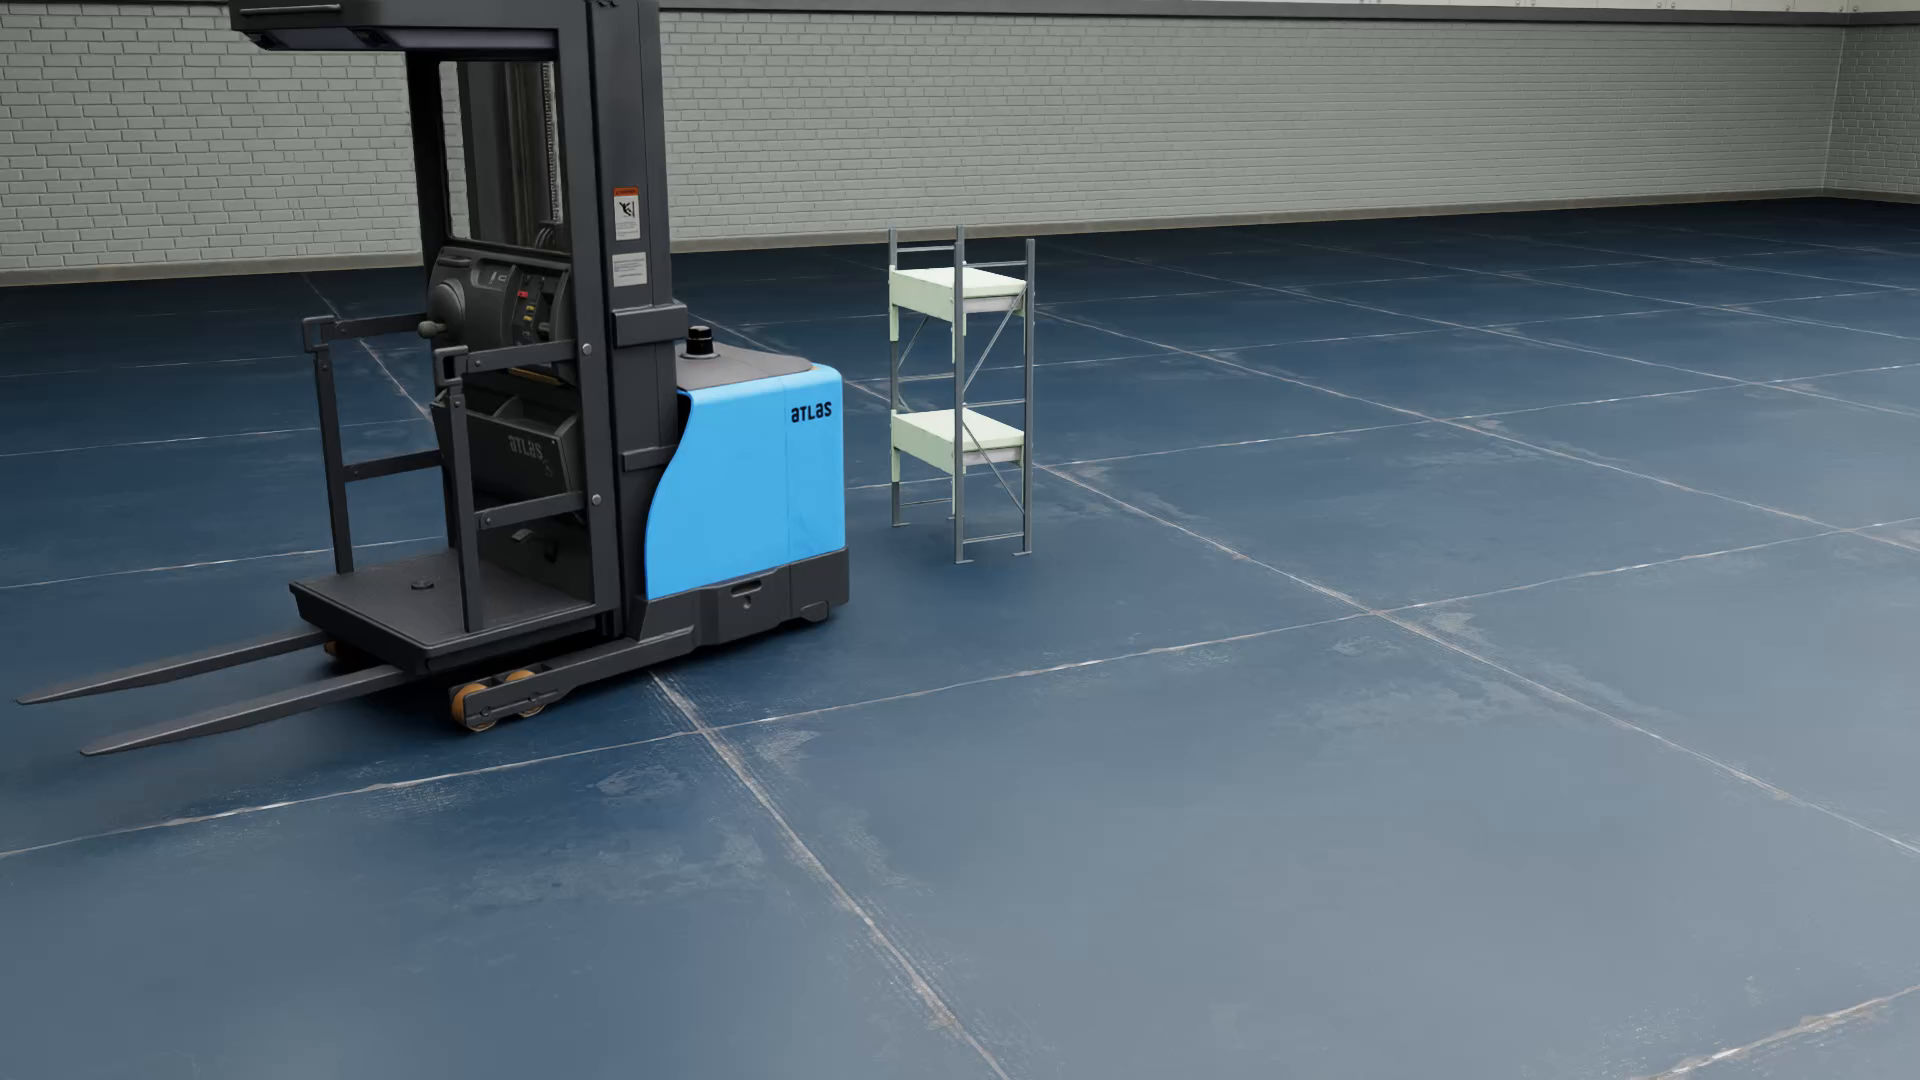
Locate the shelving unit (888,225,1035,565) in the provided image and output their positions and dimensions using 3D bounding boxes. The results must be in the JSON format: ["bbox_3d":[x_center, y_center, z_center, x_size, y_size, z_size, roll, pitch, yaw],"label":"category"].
[{"bbox_3d":[-0.003,-0.723,8.050,0.431,1.500,0.755,-8,18,-25],"label":"shelving unit"}]

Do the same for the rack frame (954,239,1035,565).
[{"bbox_3d":[0.157,-0.632,7.733,0.400,1.500,0.023,-8,18,-25],"label":"rack frame"}]

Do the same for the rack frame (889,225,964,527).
[{"bbox_3d":[-0.163,-0.813,8.366,0.400,1.500,0.023,-8,18,-25],"label":"rack frame"}]

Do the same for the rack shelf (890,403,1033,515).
[{"bbox_3d":[-0.003,-0.409,8.139,0.431,0.370,0.720,-8,18,-25],"label":"rack shelf"}]

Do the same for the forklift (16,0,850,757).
[{"bbox_3d":[-1.867,-0.891,6.043,1.130,2.935,3.031,15,22,43],"label":"forklift"}]

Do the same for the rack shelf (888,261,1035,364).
[{"bbox_3d":[-0.003,-1.098,7.942,0.431,0.370,0.720,-8,18,-25],"label":"rack shelf"}]
